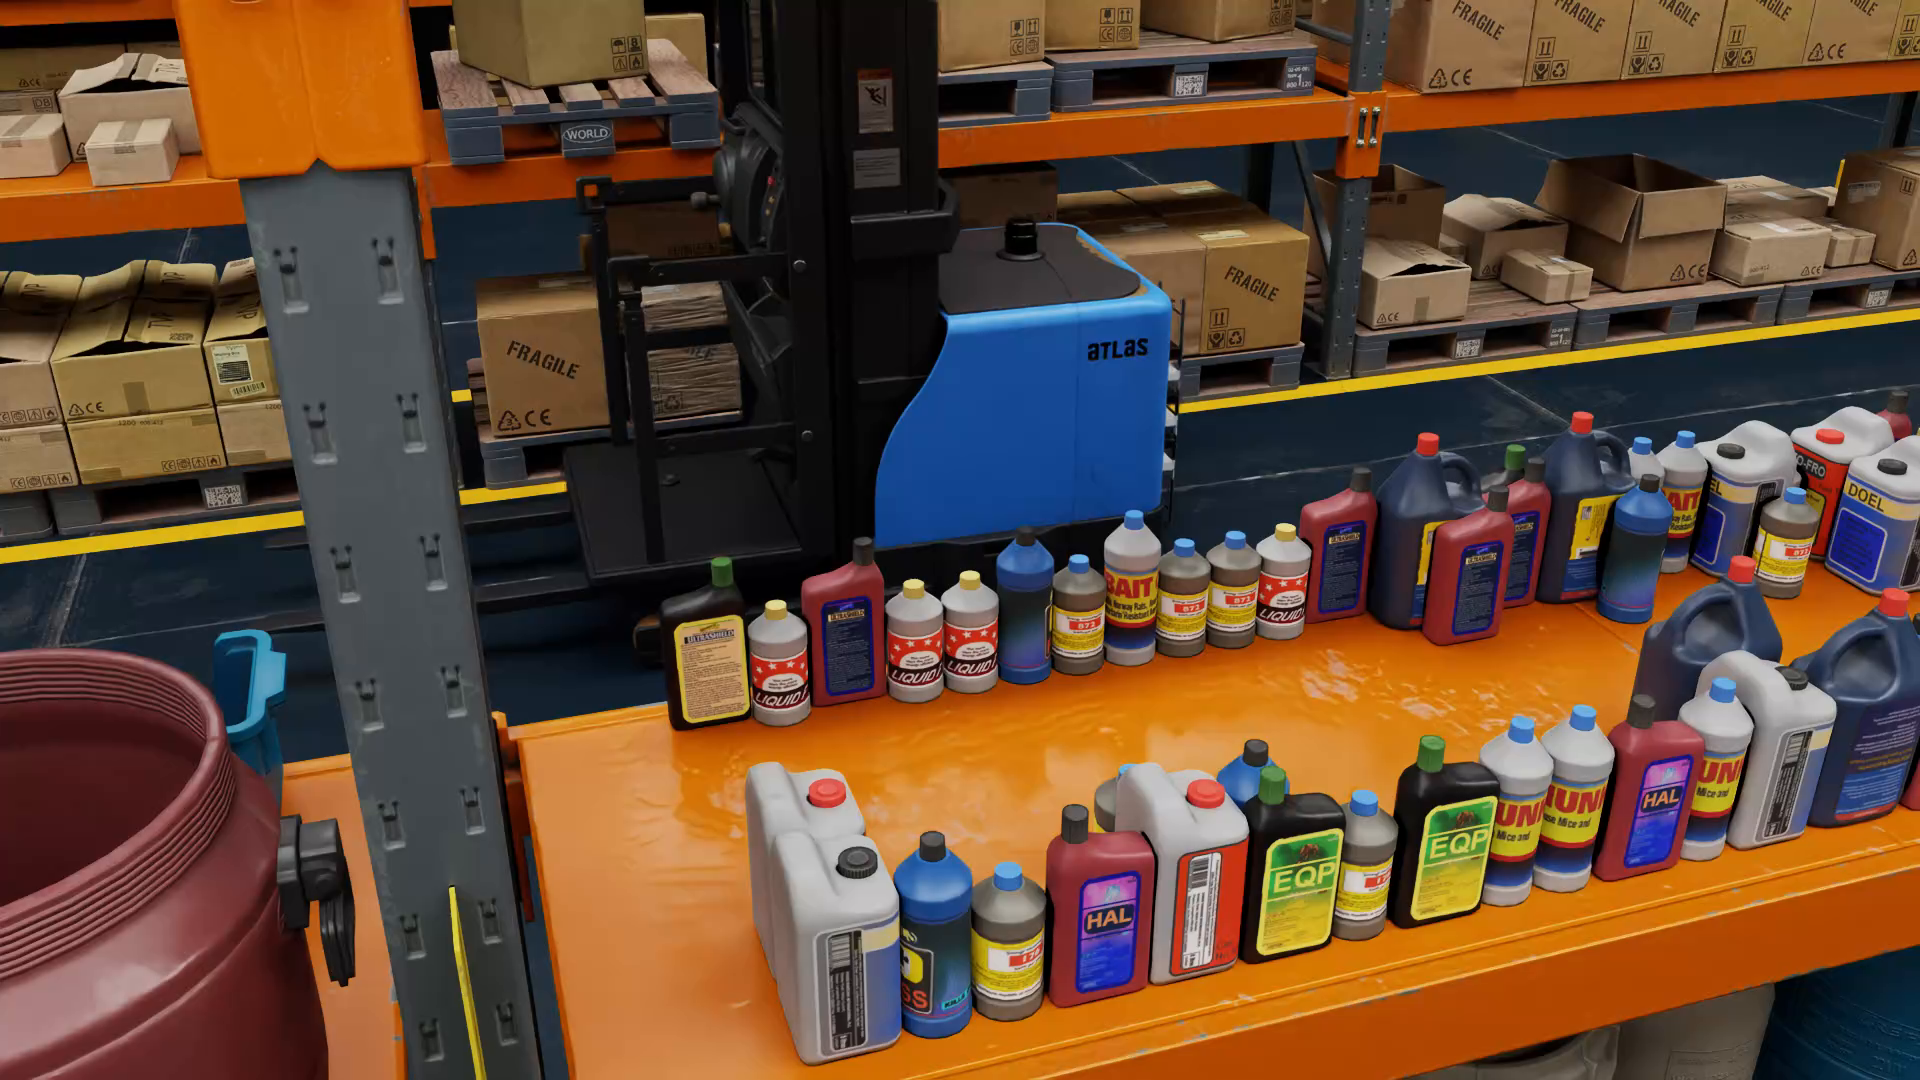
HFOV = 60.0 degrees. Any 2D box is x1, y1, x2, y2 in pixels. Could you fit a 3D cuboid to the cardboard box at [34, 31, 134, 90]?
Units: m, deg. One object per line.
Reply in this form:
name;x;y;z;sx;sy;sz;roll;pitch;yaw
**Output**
cardboard box;-5.449;-3.007;10.406;0.500;0.250;0.500;-8;28;-16

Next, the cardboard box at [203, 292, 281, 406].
cardboard box;-2.615;-0.777;6.431;0.500;0.311;0.500;-8;27;-15

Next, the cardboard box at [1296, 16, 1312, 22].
cardboard box;2.765;-3.802;12.874;0.500;0.500;0.700;-8;28;-16

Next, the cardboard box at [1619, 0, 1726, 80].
cardboard box;3.141;-2.436;7.671;0.500;0.500;0.500;-8;28;-16

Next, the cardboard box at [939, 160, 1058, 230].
cardboard box;0.123;-1.609;7.590;0.500;0.250;0.500;-8;28;-16

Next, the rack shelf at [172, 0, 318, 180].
rack shelf;-2.565;-0.397;1.112;4.000;0.370;1.077;-8;28;-16

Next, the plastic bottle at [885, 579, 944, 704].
plastic bottle;-0.076;0.162;2.774;0.097;0.201;0.097;0;26;0

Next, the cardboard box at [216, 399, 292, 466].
cardboard box;-2.618;-0.527;6.557;0.500;0.250;0.500;-8;27;-15

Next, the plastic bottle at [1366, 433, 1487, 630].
plastic bottle;0.840;-0.027;2.986;0.185;0.351;0.144;-8;28;-16

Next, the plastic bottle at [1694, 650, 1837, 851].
plastic bottle;1.167;0.291;2.430;0.135;0.276;0.152;-8;28;-16

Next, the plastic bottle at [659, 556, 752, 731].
plastic bottle;-0.411;0.165;2.675;0.133;0.283;0.061;-8;28;-16

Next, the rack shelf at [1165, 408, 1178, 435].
rack shelf;0.675;-0.464;6.248;0.200;0.077;0.258;-8;27;-15

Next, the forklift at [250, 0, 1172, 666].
forklift;-0.859;-1.165;5.301;3.031;2.935;1.130;-8;27;-15

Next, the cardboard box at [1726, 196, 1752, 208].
cardboard box;3.857;-1.720;8.939;0.500;0.250;0.500;-8;28;-16

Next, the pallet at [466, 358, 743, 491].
pallet;-1.472;-0.583;7.188;1.213;0.211;1.003;-8;28;-16

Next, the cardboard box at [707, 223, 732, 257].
cardboard box;-0.885;-1.122;7.454;0.500;0.500;0.500;-9;28;-18

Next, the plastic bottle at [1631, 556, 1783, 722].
plastic bottle;1.145;0.191;2.547;0.185;0.351;0.144;-8;28;-16

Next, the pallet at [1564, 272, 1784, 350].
pallet;3.425;-1.311;8.654;1.213;0.211;1.003;-8;28;-16

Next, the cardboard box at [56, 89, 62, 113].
cardboard box;-5.389;-2.694;10.619;0.500;0.500;0.700;-8;28;-16

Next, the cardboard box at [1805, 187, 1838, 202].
cardboard box;4.909;-1.855;9.325;0.250;0.149;0.380;-8;28;-16

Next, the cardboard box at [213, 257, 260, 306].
cardboard box;-2.783;-1.005;6.891;0.500;0.311;0.500;-7;27;-14

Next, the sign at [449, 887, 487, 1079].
sign;-0.486;0.508;1.671;0.005;0.325;0.100;-8;28;-16

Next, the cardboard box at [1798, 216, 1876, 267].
cardboard box;4.559;-1.579;8.748;0.250;0.166;0.380;-8;28;-16

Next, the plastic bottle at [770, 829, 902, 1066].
plastic bottle;-0.152;0.482;2.046;0.135;0.276;0.152;-8;28;-16

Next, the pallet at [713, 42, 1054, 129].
pallet;-0.346;-1.929;6.979;1.213;0.211;1.003;-8;28;-16

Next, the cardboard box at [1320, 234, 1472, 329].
cardboard box;2.076;-1.256;7.935;0.500;0.311;0.500;-8;28;-16

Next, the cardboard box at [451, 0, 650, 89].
cardboard box;-1.630;-2.113;6.548;0.500;0.500;0.700;-19;32;-33

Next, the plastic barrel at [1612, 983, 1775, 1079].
plastic barrel;1.380;0.930;3.329;0.421;0.512;0.421;0;26;0

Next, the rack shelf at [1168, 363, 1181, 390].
rack shelf;0.675;-0.626;6.168;0.200;0.077;0.258;-8;27;-15

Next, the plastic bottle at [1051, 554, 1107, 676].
plastic bottle;0.202;0.122;2.855;0.097;0.201;0.097;0;26;0

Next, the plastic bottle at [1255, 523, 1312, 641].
plastic bottle;0.572;0.068;2.963;0.097;0.201;0.097;0;26;0

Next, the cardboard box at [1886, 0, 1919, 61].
cardboard box;4.579;-2.642;8.087;0.500;0.500;0.500;-8;28;-16

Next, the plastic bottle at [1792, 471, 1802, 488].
plastic bottle;1.583;-0.078;3.257;0.097;0.201;0.097;0;26;0

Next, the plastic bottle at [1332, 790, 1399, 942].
plastic bottle;0.534;0.429;2.237;0.097;0.201;0.097;0;26;0

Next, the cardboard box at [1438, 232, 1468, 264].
cardboard box;2.402;-1.492;8.593;0.250;0.149;0.380;-8;28;-16

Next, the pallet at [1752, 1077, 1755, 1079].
pallet;1.231;1.306;3.383;1.213;0.211;1.003;-8;28;-16

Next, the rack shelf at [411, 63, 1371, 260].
rack shelf;-0.292;-1.699;7.108;4.000;0.370;1.077;-8;28;-16

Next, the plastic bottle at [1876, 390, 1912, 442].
plastic bottle;1.815;-0.157;3.324;0.133;0.283;0.061;-8;28;-16

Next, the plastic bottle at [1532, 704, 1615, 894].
plastic bottle;0.846;0.352;2.312;0.097;0.271;0.097;0;26;0

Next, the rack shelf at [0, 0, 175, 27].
rack shelf;-5.633;-3.242;10.216;4.000;0.370;1.077;-8;28;-16

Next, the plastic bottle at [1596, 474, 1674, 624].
plastic bottle;1.222;0.010;3.001;0.097;0.271;0.097;0;26;0

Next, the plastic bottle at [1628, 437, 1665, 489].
plastic bottle;1.270;-0.064;3.151;0.097;0.271;0.097;0;26;0

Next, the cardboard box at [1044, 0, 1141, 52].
cardboard box;0.456;-2.437;7.201;0.500;0.500;0.700;-4;27;-8

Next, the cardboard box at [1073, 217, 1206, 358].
cardboard box;0.757;-1.120;7.450;0.500;0.500;0.500;-8;28;-16

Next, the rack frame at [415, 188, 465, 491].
rack frame;-2.194;-1.746;6.393;0.127;3.000;1.000;-8;28;-16

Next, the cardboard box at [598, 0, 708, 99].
cardboard box;-2.156;-3.229;11.325;0.750;0.750;0.750;-8;28;-16

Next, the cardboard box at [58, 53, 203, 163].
cardboard box;-3.104;-1.665;6.330;0.500;0.311;0.500;-9;28;-17

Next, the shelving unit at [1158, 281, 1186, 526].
shelving unit;0.675;-0.494;6.233;0.210;0.900;0.258;-8;27;-15

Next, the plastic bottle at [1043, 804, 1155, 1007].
plastic bottle;0.175;0.453;2.096;0.133;0.283;0.061;-8;28;-16

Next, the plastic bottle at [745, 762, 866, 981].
plastic bottle;-0.199;0.417;2.175;0.135;0.276;0.152;-8;28;-16
